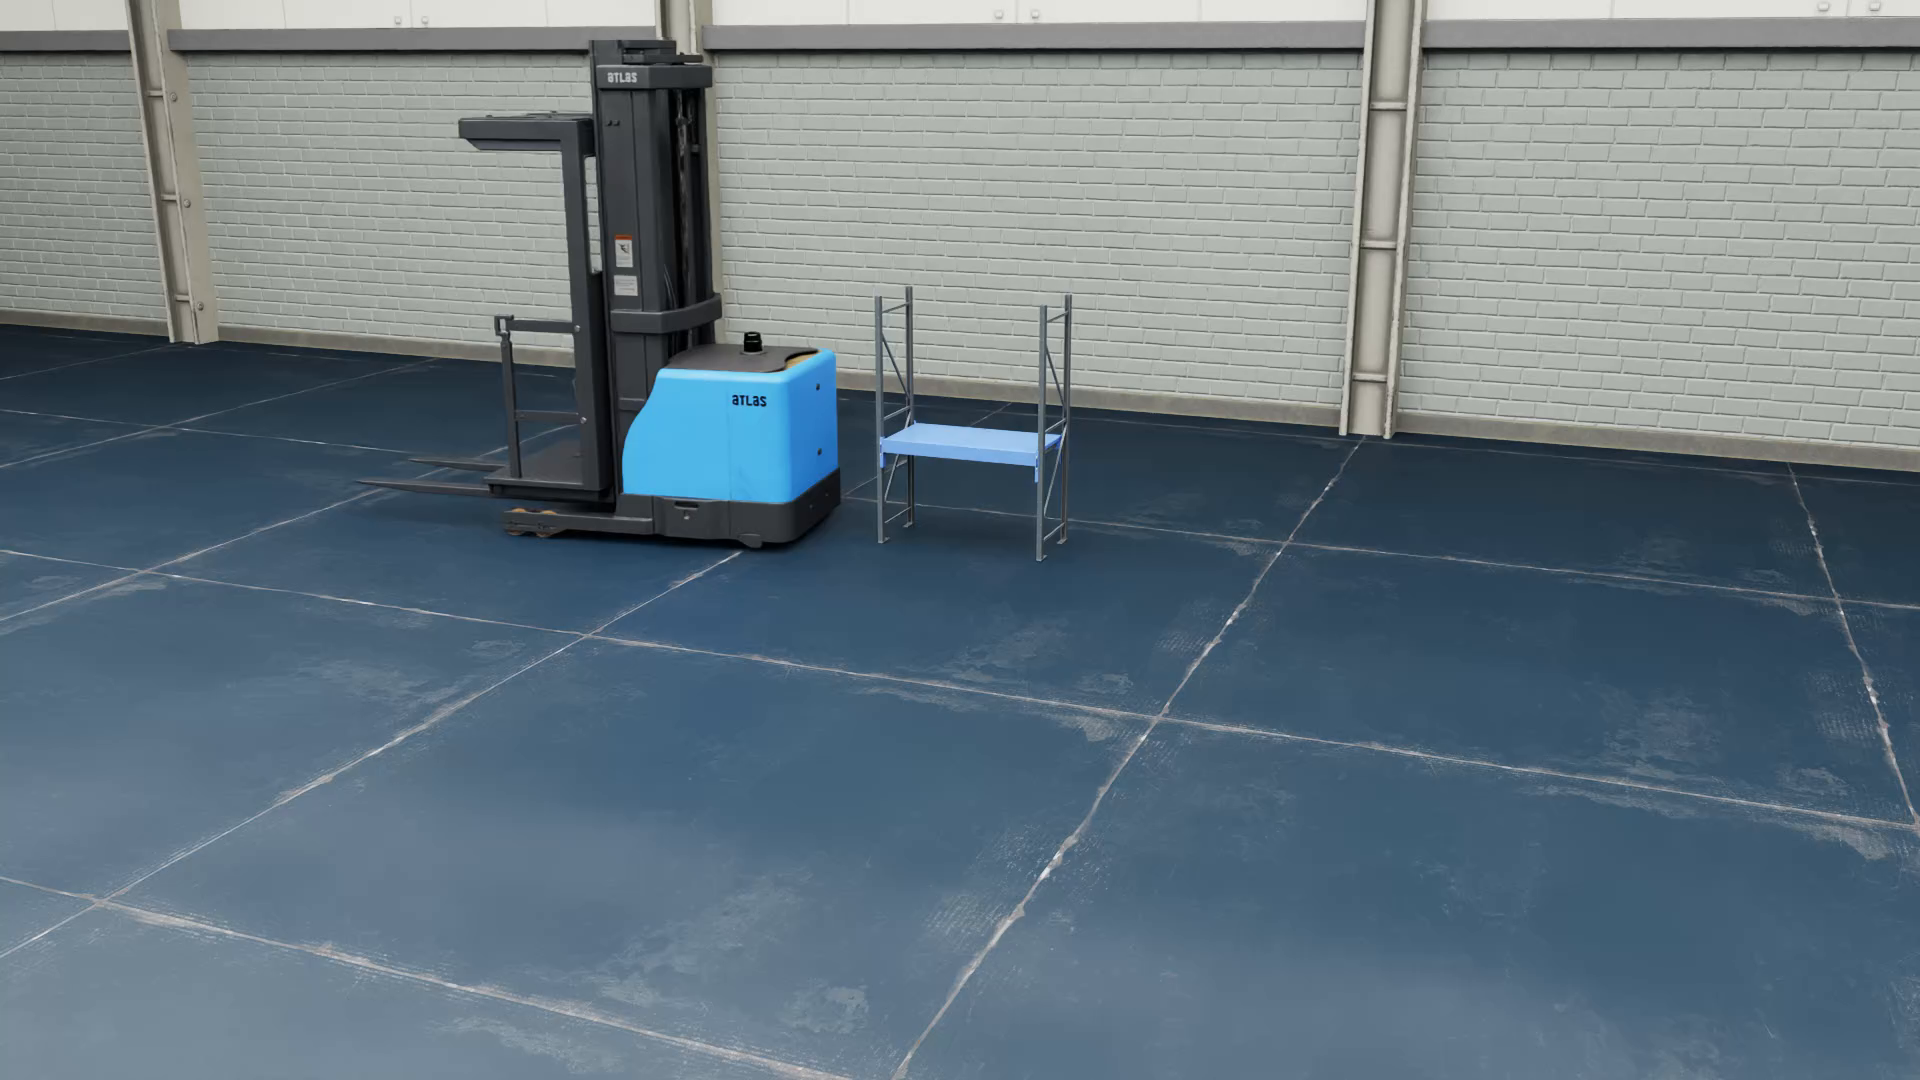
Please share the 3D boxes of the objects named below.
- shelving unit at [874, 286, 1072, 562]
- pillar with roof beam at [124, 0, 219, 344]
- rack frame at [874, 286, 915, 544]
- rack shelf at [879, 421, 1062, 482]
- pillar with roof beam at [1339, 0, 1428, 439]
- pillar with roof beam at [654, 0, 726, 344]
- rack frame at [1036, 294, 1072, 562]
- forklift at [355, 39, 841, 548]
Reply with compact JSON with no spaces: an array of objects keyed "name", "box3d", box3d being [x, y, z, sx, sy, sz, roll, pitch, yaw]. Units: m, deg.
[{"name":"shelving unit","box3d":[0.079,-0.712,9.934,1.048,1.500,0.538,6,17,21]},{"name":"pillar with roof beam","box3d":[-9.537,-5.277,12.209,0.400,9.000,9.100,6,17,21]},{"name":"rack frame","box3d":[-0.394,-0.764,10.114,0.032,1.500,0.500,6,17,21]},{"name":"rack shelf","box3d":[0.079,-0.539,9.985,1.000,0.185,0.538,6,17,21]},{"name":"pillar with roof beam","box3d":[1.626,-4.049,7.981,0.400,9.000,9.100,6,17,21]},{"name":"pillar with roof beam","box3d":[-3.956,-4.663,10.095,0.400,9.000,9.100,6,17,21]},{"name":"rack frame","box3d":[0.552,-0.660,9.755,0.032,1.500,0.500,6,17,21]},{"name":"forklift","box3d":[-2.342,-1.560,10.291,3.031,2.935,1.130,4,17,14]}]
